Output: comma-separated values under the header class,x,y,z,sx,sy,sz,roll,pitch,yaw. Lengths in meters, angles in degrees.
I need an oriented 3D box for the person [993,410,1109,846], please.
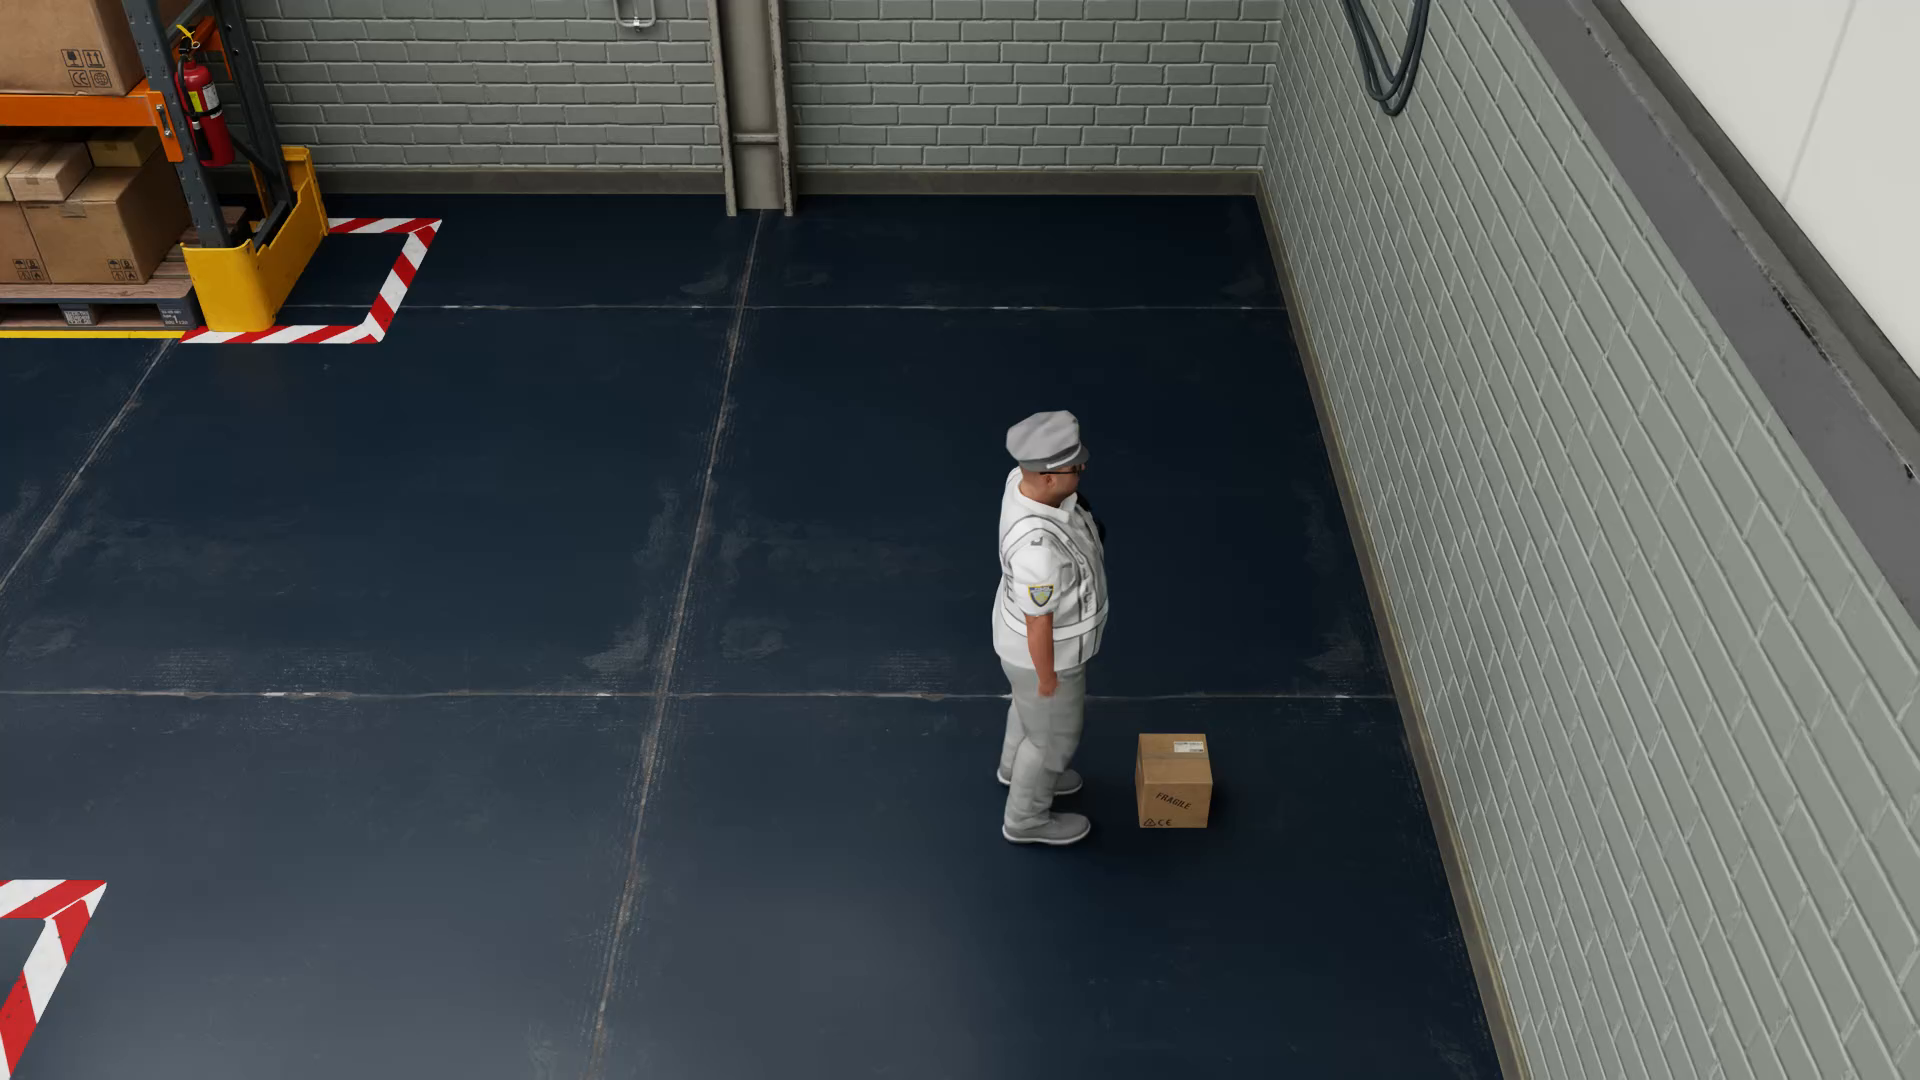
class,x,y,z,sx,sy,sz,roll,pitch,yaw
person,0.309,0.318,5.762,0.393,1.762,0.526,1,39,1
